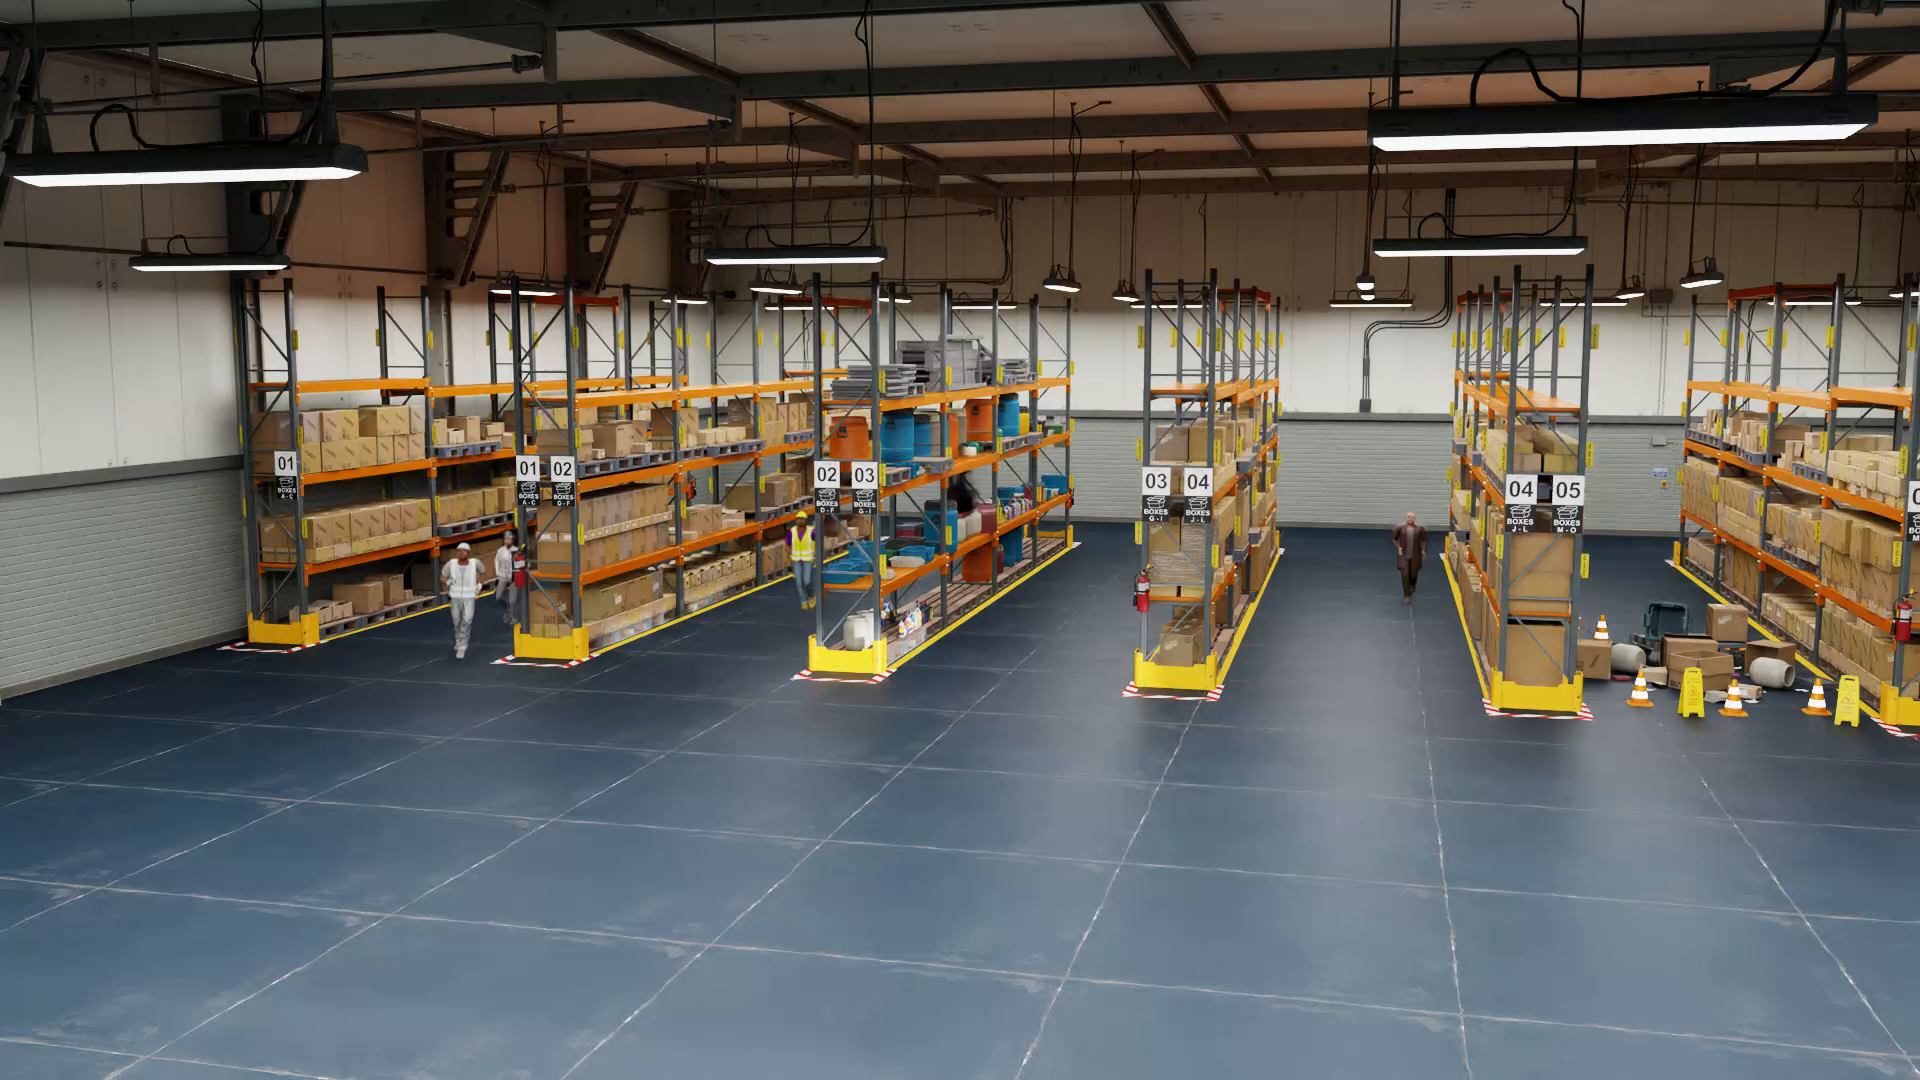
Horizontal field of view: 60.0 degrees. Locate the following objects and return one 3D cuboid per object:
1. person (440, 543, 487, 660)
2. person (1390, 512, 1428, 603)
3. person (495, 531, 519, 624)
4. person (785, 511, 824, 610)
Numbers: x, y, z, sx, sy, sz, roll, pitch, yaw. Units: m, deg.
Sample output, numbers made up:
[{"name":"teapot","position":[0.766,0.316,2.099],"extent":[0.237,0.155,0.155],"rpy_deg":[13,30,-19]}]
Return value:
[{"name":"person","position":[-7.919,0.944,26.521],"extent":[0.702,1.827,0.833],"rpy_deg":[-1,7,-8]},{"name":"person","position":[8.630,0.323,31.975],"extent":[0.712,1.739,0.653],"rpy_deg":[2,7,13]},{"name":"person","position":[-7.912,0.671,29.191],"extent":[0.667,1.659,0.532],"rpy_deg":[1,7,8]},{"name":"person","position":[-2.749,0.376,29.063],"extent":[0.674,1.754,0.536],"rpy_deg":[1,7,8]}]
